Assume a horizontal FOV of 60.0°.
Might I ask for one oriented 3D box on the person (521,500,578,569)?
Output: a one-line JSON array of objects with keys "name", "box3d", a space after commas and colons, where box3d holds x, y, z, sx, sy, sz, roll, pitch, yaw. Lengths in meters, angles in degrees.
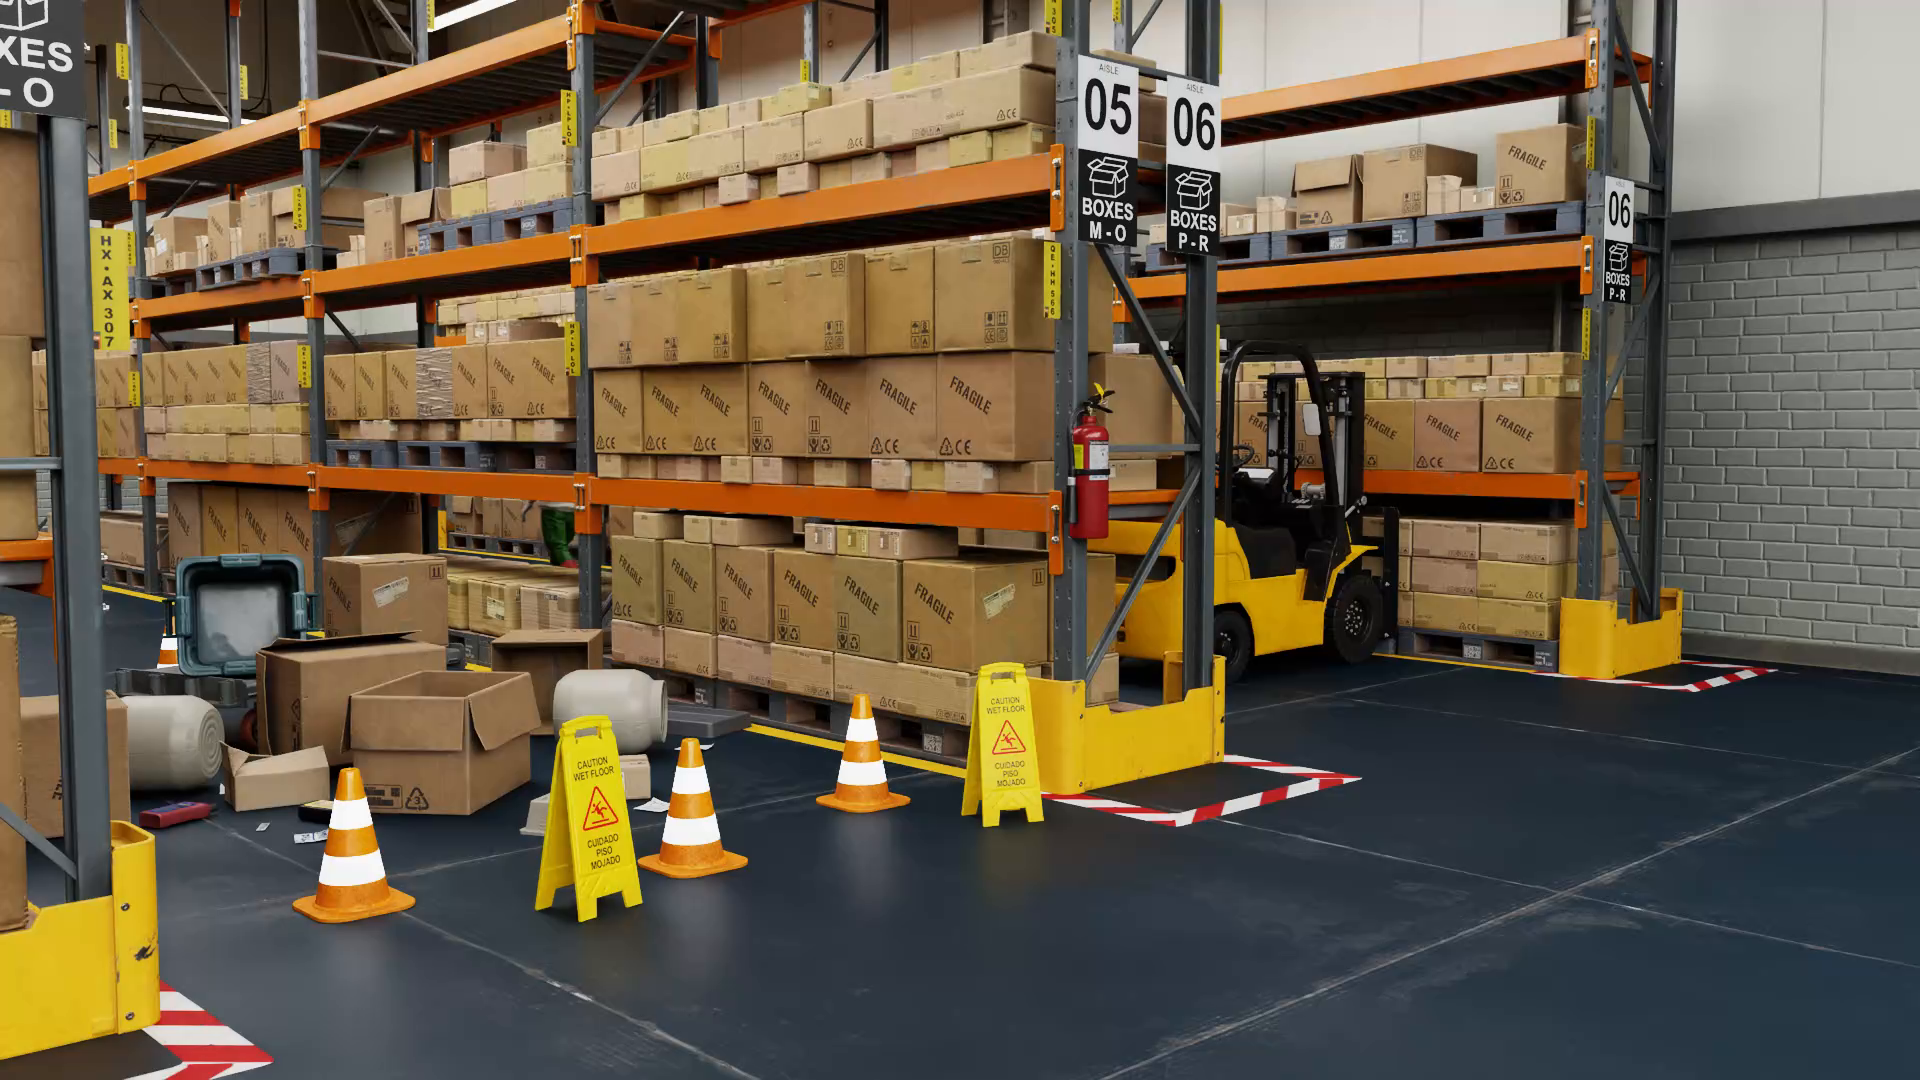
[{"name": "person", "box3d": [-3.617, -0.290, 14.941, 1.022, 1.748, 0.587, 4, 5, 44]}]
